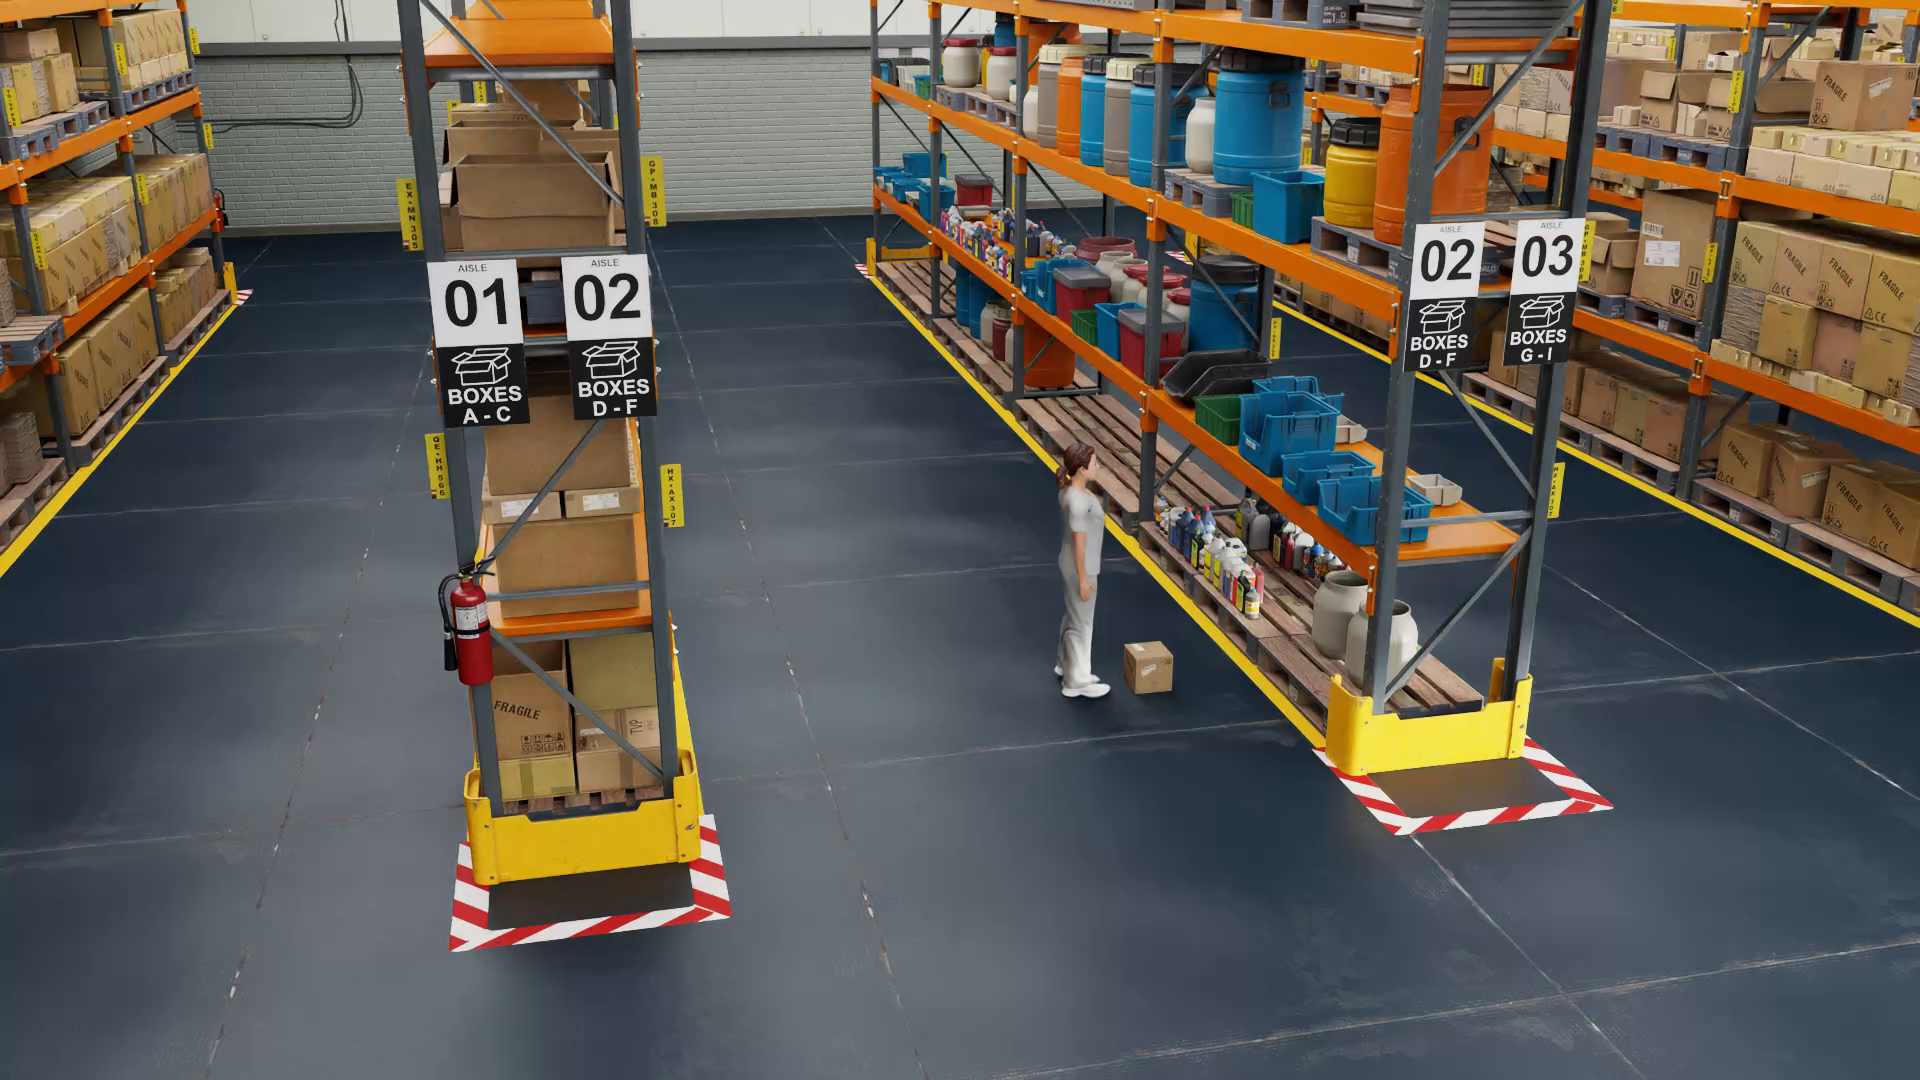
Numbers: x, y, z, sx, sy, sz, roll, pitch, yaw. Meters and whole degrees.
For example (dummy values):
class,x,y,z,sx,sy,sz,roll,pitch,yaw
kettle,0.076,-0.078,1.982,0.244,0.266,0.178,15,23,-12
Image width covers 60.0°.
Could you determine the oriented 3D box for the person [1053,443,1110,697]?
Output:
class,x,y,z,sx,sy,sz,roll,pitch,yaw
person,0.765,0.198,10.542,0.394,1.702,0.525,-1,20,-3
